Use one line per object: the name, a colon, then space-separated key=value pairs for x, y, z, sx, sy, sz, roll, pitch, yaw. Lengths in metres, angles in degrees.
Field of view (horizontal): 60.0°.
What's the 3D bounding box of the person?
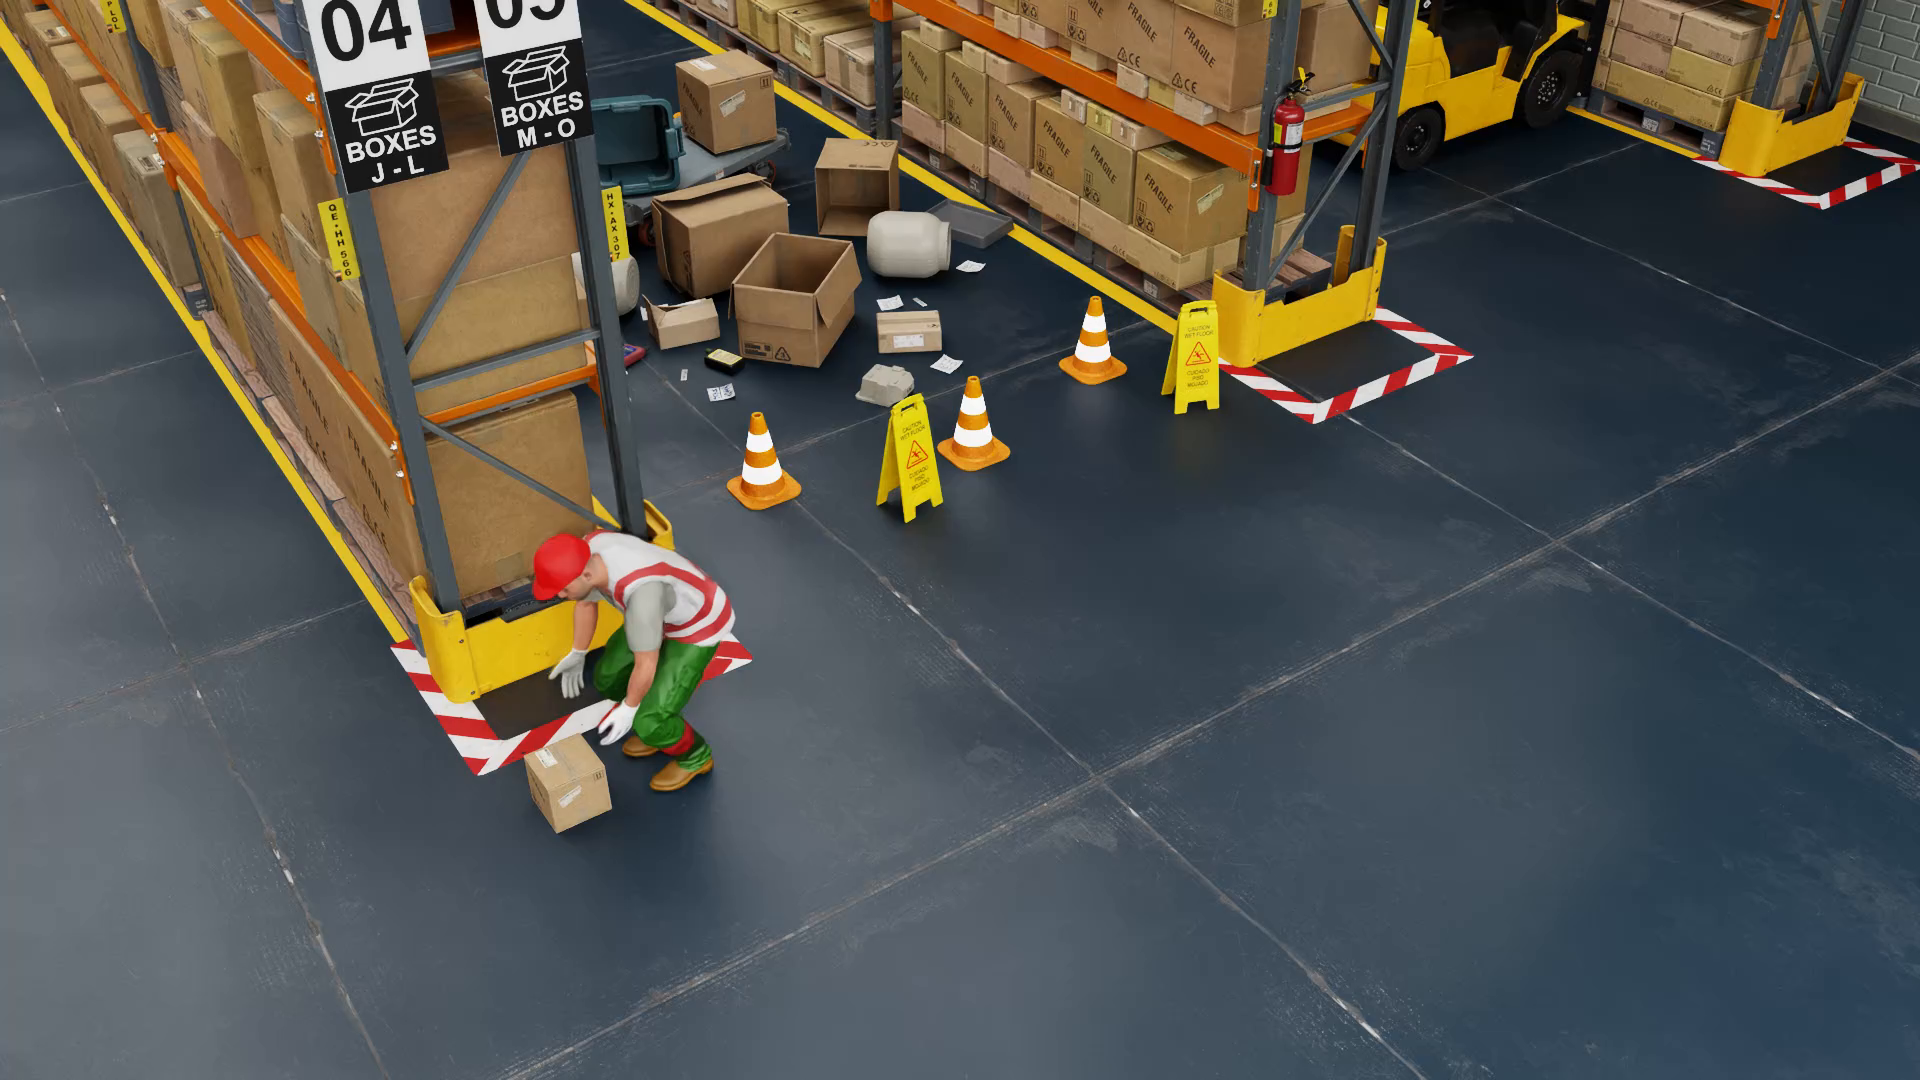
person: x=-1.285 y=0.449 z=6.739 sx=0.795 sy=1.351 sz=0.584 roll=-22 pitch=42 yaw=-28
